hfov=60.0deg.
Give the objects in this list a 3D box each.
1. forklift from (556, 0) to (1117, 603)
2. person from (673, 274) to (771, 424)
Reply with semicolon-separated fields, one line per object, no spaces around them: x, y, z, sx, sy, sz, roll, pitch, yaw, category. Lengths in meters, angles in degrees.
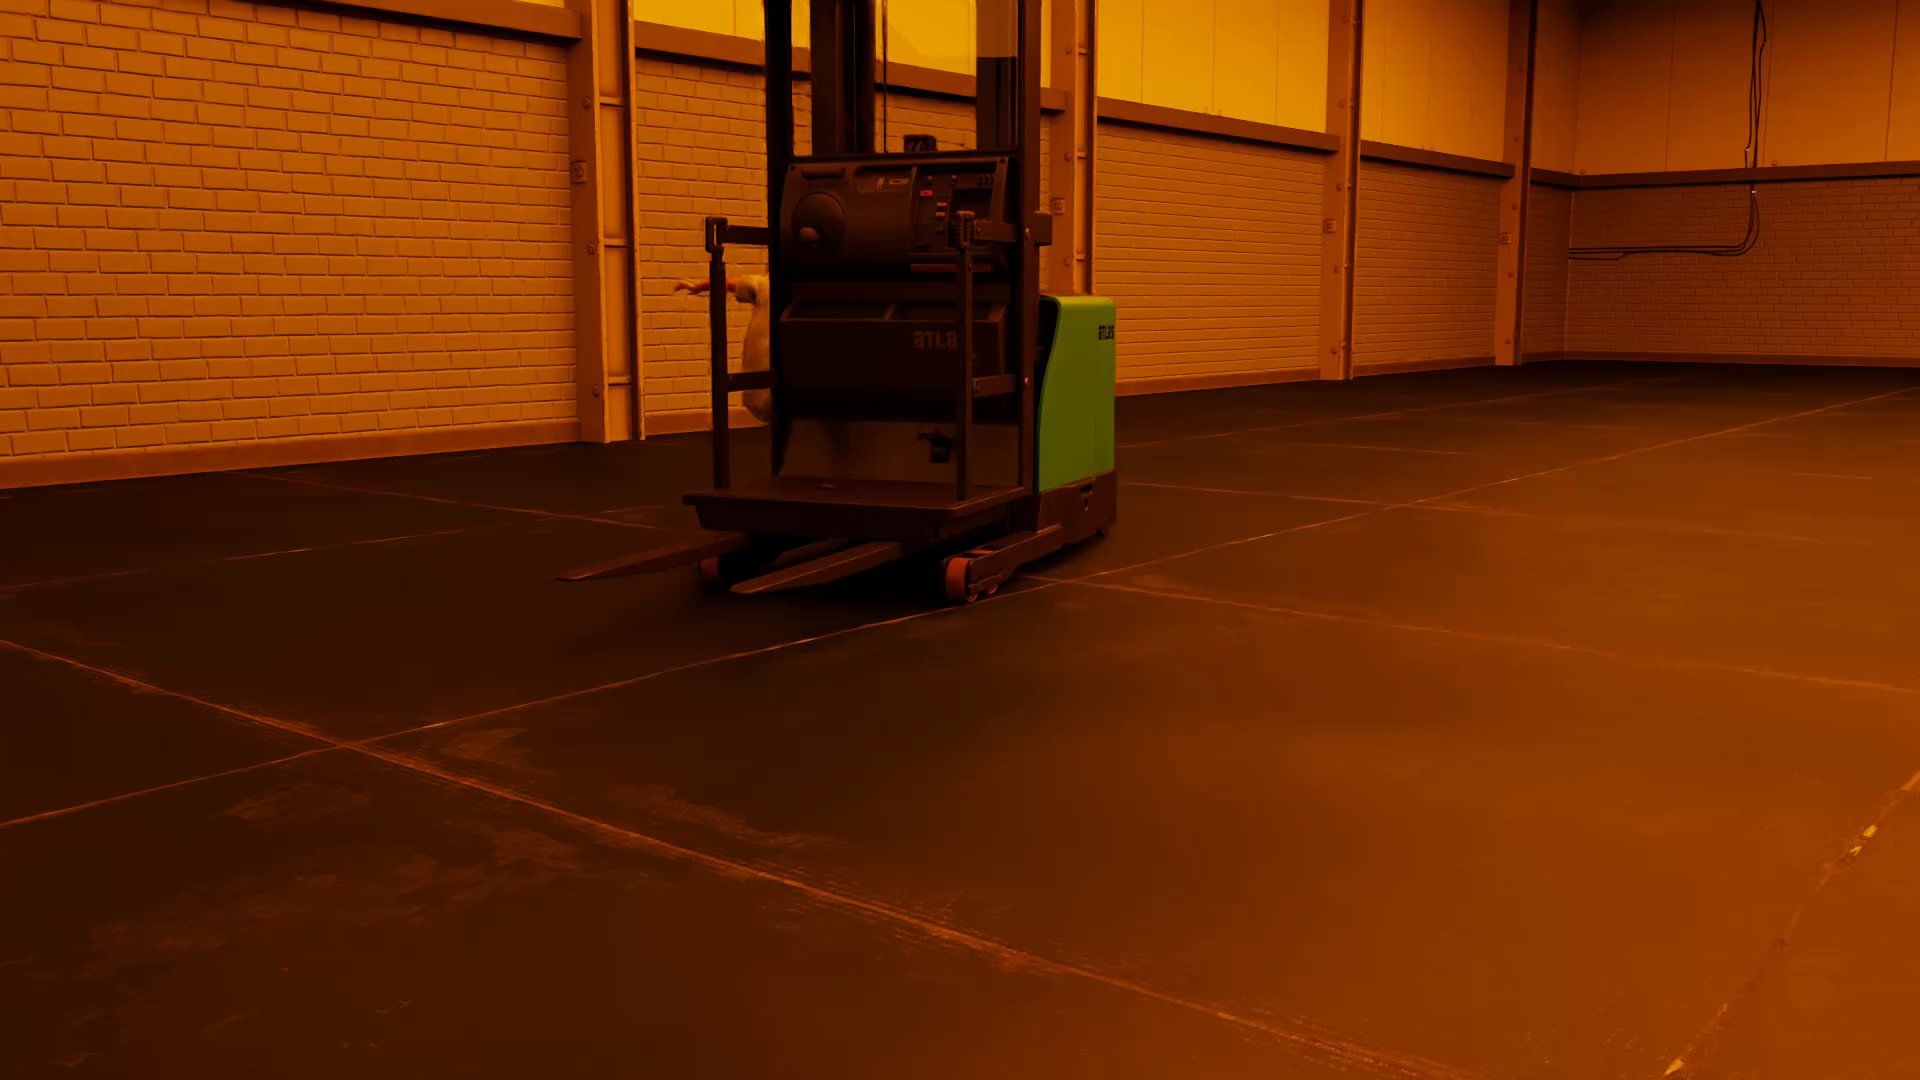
-0.338;-1.297;6.143;1.130;2.935;3.031;3;9;23;forklift
-0.779;-0.744;7.954;0.675;1.360;1.288;-7;11;-40;person
